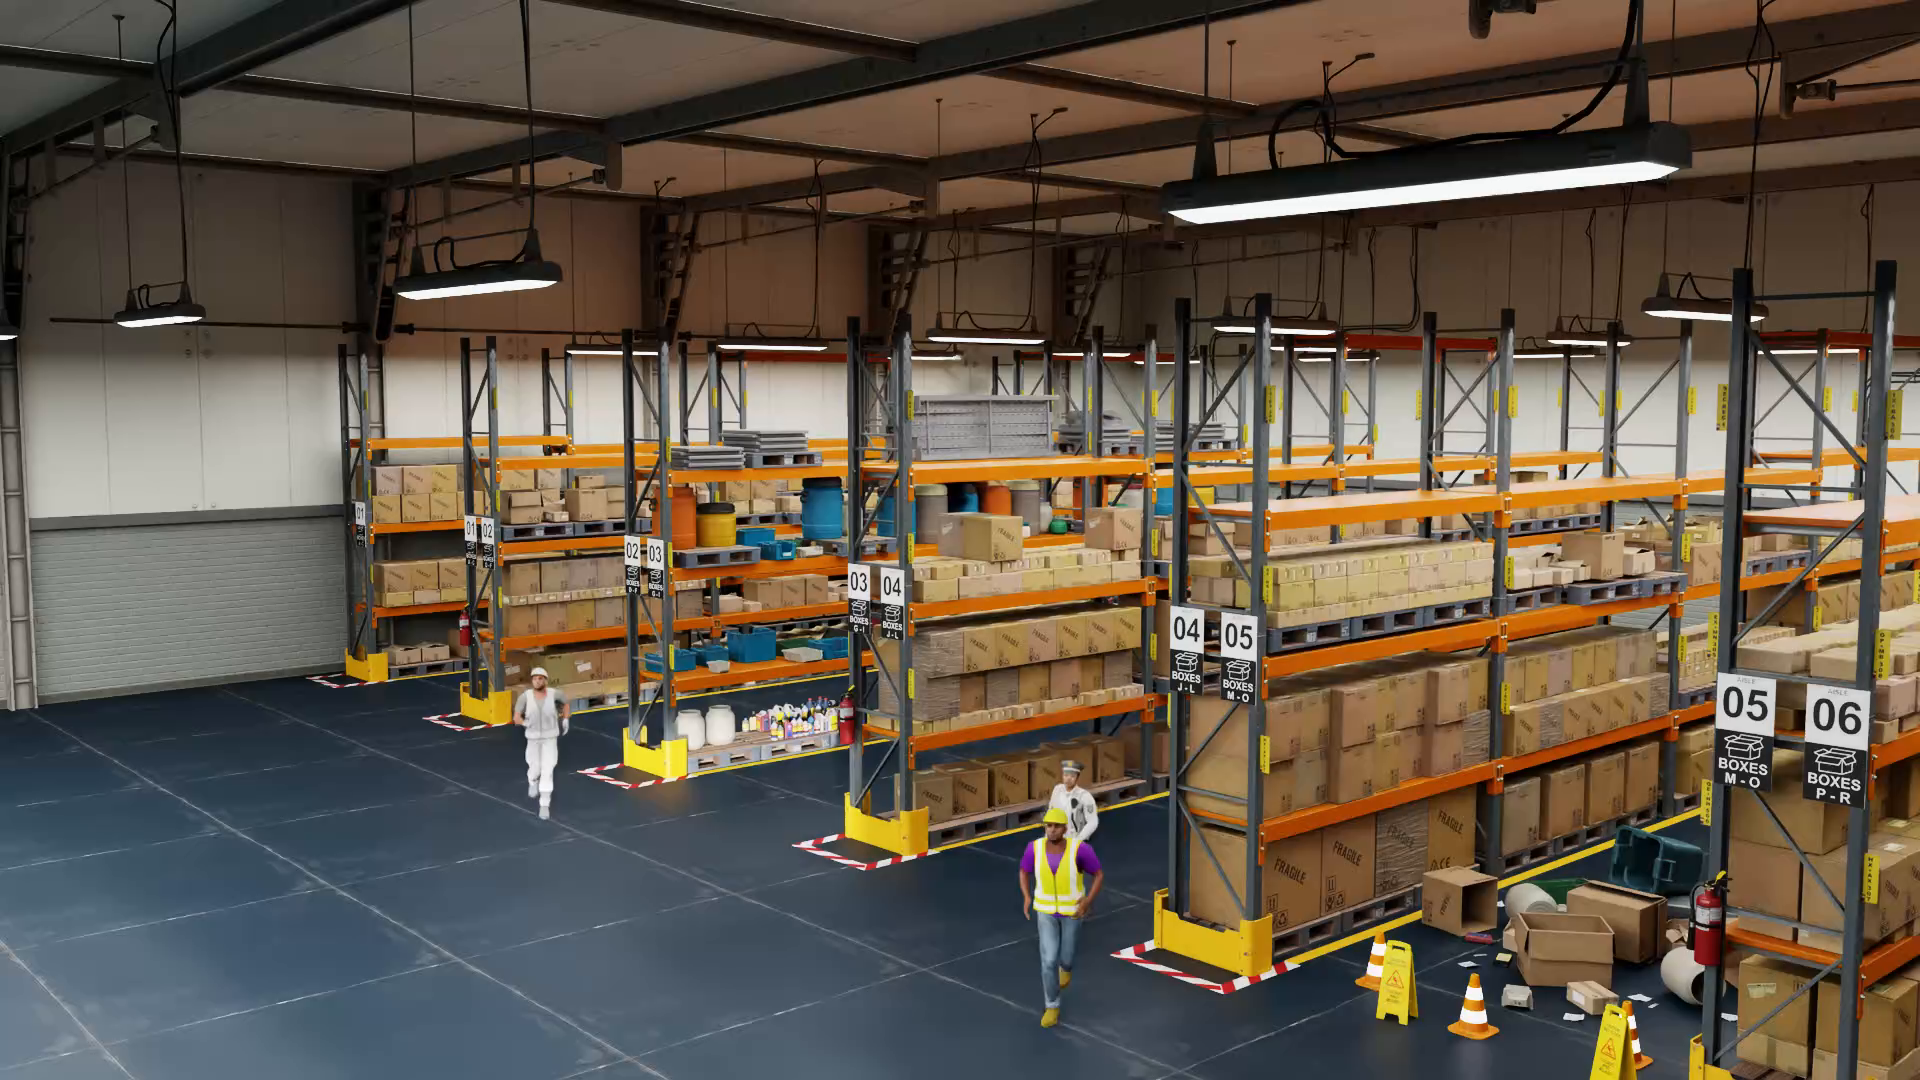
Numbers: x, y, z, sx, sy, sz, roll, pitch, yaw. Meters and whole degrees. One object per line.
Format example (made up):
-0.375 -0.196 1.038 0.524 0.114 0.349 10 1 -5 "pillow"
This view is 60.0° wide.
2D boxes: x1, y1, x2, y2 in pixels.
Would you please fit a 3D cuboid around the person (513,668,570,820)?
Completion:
-5.136 2.443 20.451 0.670 1.793 0.992 -1 5 -10 "person"

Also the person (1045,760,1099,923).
1.017 2.910 15.919 0.637 1.658 0.566 4 6 36 "person"

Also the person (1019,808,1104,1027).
0.839 3.068 13.818 0.712 1.765 0.749 1 5 10 "person"
